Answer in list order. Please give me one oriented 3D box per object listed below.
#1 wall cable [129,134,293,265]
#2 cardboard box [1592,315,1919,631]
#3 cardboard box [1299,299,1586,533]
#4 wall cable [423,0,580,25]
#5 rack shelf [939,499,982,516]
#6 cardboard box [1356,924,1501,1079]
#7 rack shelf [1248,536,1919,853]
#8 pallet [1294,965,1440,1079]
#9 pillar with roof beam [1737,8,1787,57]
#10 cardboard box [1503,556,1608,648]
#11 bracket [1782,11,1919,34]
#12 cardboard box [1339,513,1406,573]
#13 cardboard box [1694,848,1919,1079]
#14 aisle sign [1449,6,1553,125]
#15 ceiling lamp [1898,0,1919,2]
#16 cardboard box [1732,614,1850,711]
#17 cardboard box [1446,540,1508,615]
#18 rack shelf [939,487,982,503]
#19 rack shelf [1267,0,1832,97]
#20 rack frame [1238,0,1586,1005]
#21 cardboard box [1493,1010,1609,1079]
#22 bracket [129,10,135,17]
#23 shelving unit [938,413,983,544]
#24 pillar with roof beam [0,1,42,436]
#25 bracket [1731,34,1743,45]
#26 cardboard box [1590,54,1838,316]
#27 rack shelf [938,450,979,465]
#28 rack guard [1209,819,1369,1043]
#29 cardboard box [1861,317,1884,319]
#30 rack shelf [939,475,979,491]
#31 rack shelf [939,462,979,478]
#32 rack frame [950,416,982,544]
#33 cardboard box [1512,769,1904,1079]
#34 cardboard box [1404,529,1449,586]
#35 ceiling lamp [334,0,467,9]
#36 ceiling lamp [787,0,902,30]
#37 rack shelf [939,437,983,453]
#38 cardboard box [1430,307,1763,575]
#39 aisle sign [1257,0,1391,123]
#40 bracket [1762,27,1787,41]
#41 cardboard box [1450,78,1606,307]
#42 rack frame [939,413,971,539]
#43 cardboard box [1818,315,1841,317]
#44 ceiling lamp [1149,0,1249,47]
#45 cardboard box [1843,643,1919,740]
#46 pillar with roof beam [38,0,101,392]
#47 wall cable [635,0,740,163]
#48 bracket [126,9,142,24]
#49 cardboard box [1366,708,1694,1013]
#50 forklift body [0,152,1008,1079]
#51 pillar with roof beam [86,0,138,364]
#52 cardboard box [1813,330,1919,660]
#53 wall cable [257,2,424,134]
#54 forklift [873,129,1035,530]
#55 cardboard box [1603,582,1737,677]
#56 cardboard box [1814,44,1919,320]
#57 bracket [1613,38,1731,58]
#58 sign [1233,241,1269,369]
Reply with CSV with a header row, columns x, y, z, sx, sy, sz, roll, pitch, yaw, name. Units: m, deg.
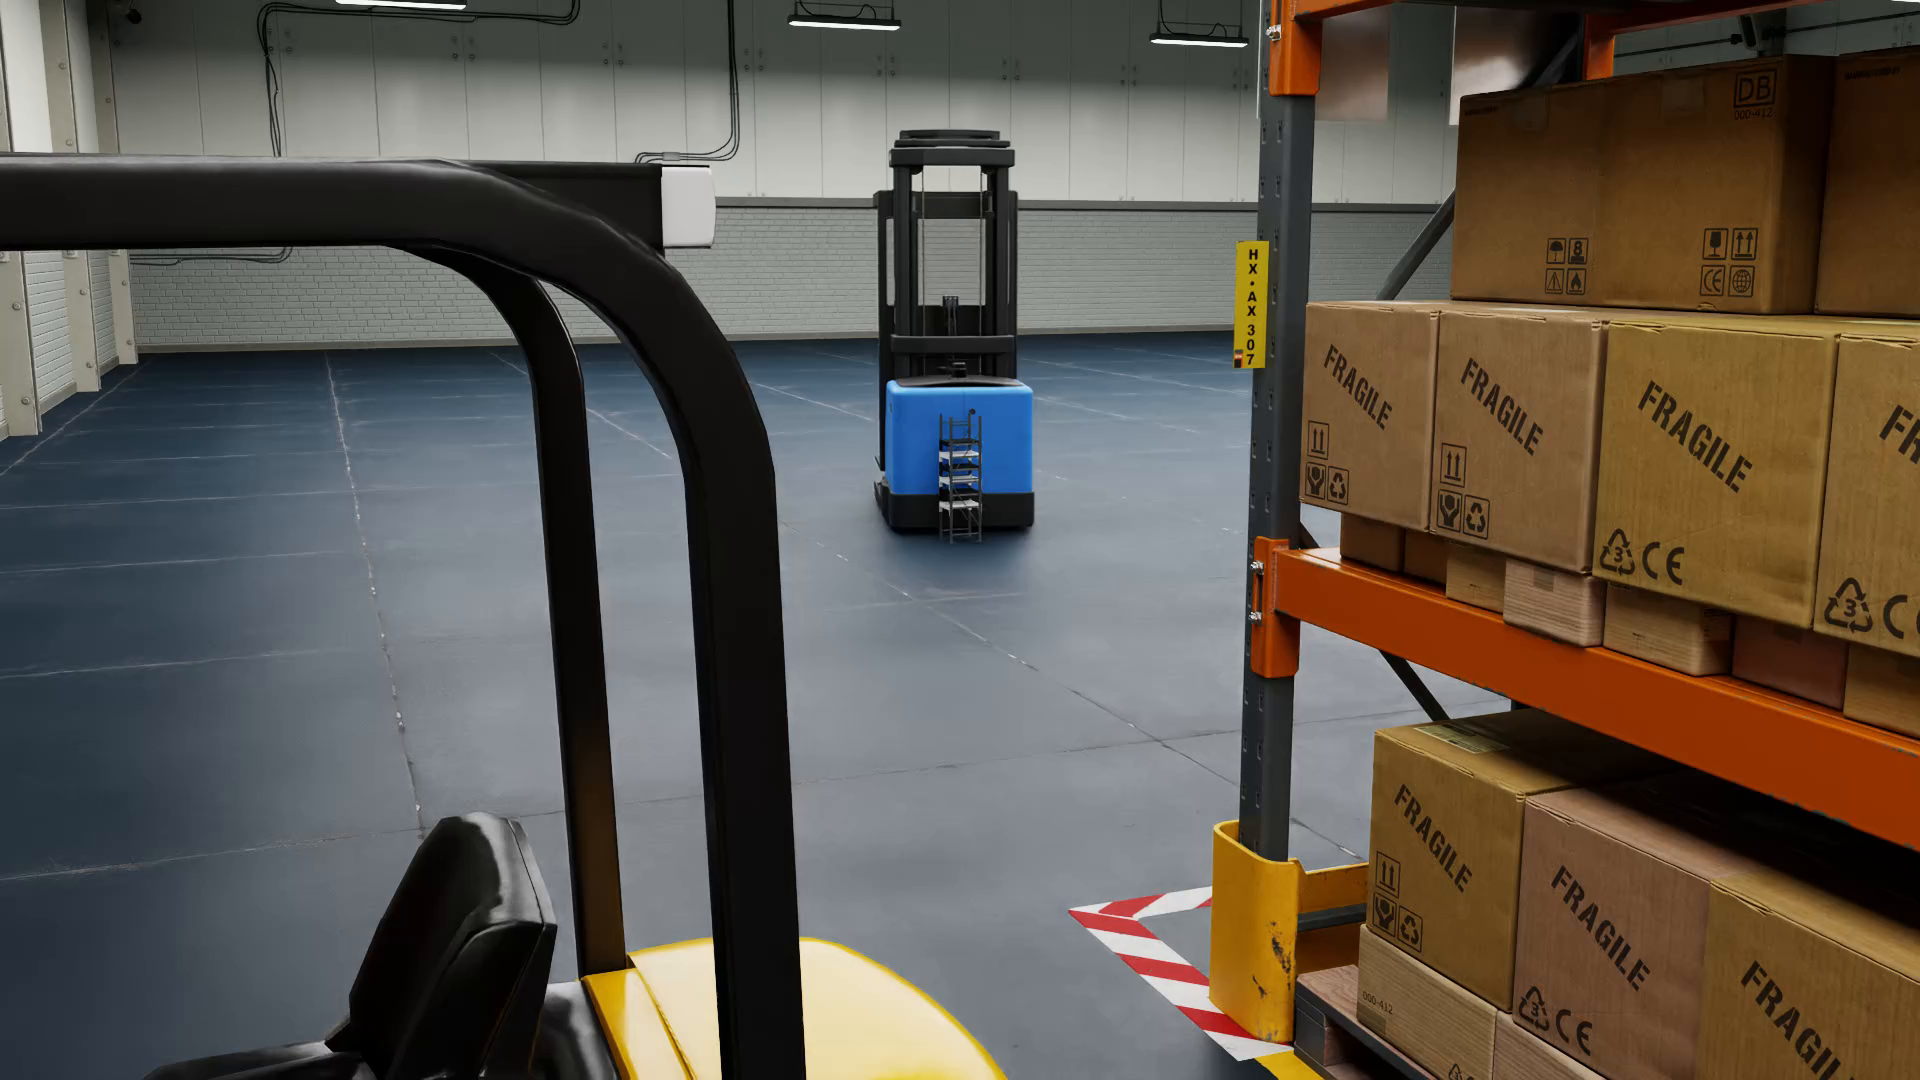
x,y,z,sx,sy,sz,roll,pitch,yaw,name
-14.659,-6.615,32.282,3.097,2.526,0.112,-4,11,-21,wall cable
1.550,-0.149,3.056,0.500,0.500,0.500,-4,11,-22,cardboard box
1.174,-0.316,3.998,0.500,0.500,0.500,-4,11,-22,cardboard box
-9.253,-11.709,33.510,3.097,2.526,0.112,-4,11,-21,wall cable
0.003,-0.232,11.871,0.258,0.077,0.200,-4,11,-21,rack shelf
1.295,1.081,3.931,0.500,0.250,0.500,-4,11,-21,cardboard box
1.985,0.465,2.794,1.077,0.370,4.000,-4,11,-21,rack shelf
1.549,1.305,3.982,1.003,0.211,1.213,-4,11,-21,pallet
12.697,-8.326,33.031,9.100,9.000,0.548,-4,11,-21,pillar with roof beam
1.365,0.110,3.454,0.380,0.149,0.250,-4,11,-20,cardboard box
17.463,-9.860,31.380,0.076,0.066,4.783,-4,11,-21,bracket
1.191,-0.023,4.202,0.380,0.149,0.250,-4,11,-21,cardboard box
1.672,0.883,2.902,0.500,0.500,0.500,-4,11,-20,cardboard box
1.508,-1.524,4.499,0.394,0.787,0.004,-4,11,-21,aisle sign
14.614,-10.040,25.883,2.000,3.144,0.800,-4,11,-21,ceiling lamp
1.642,0.189,3.008,0.380,0.149,0.250,-4,11,-19,cardboard box
1.316,0.066,3.703,0.380,0.149,0.250,-4,11,-23,cardboard box
0.003,-0.320,11.855,0.258,0.077,0.200,-4,11,-21,rack shelf
1.985,-1.012,2.531,1.077,0.370,4.000,-4,11,-21,rack shelf
1.261,-0.215,4.566,1.000,3.000,0.127,-4,11,-21,rack frame
1.473,1.165,3.460,0.500,0.250,0.500,-3,11,-19,cardboard box
-15.288,-9.732,30.660,0.076,0.066,3.189,-4,11,-21,bracket
0.003,-0.442,11.834,0.258,0.900,0.210,-4,11,-21,shelving unit
-6.463,-5.894,19.359,9.100,9.000,0.400,-4,11,-21,pillar with roof beam
16.229,-10.416,34.506,0.235,0.232,0.430,-4,11,-21,bracket
1.825,-0.751,3.586,0.700,0.500,0.500,-4,11,-20,cardboard box
0.003,-0.586,11.808,0.258,0.077,0.200,-4,11,-21,rack shelf
1.288,1.028,4.715,1.175,0.500,0.348,-4,11,-21,rack guard
2.069,-0.176,3.210,0.500,0.500,0.500,-4,11,-21,cardboard box
0.003,-0.409,11.840,0.258,0.077,0.200,-4,11,-21,rack shelf
0.003,-0.498,11.824,0.258,0.077,0.200,-4,11,-21,rack shelf
0.040,-0.425,11.741,0.240,0.900,0.006,-4,11,-21,rack frame
1.498,0.801,3.366,0.500,0.500,0.500,-4,11,-23,cardboard box
1.296,0.017,3.976,0.380,0.149,0.250,-4,11,-20,cardboard box
-8.997,-10.124,26.472,2.000,3.185,0.800,-4,11,-21,ceiling lamp
-2.109,-10.593,29.109,2.000,3.185,0.800,-4,11,-21,ceiling lamp
0.003,-0.675,11.792,0.258,0.077,0.200,-4,11,-21,rack shelf
1.364,-0.232,3.523,0.500,0.500,0.500,-4,11,-19,cardboard box
0.949,-1.486,4.285,0.394,0.787,0.004,-4,11,-21,aisle sign
16.529,-10.281,33.745,0.235,0.232,0.430,-4,11,-21,bracket
1.649,-0.834,4.053,0.700,0.500,0.500,-4,11,-22,cardboard box
-0.034,-0.458,11.927,0.240,0.900,0.006,-4,11,-21,rack frame
1.891,-0.258,3.670,0.500,0.500,0.500,-4,11,-21,cardboard box
4.471,-11.041,31.628,2.000,3.185,0.800,-4,11,-21,ceiling lamp
1.710,0.234,2.755,0.380,0.149,0.250,-4,11,-22,cardboard box
-8.637,-6.873,24.865,9.100,9.000,0.400,-4,11,-21,pillar with roof beam
-5.805,-10.418,35.084,2.305,6.003,0.169,-4,11,-21,wall cable
-15.502,-9.829,31.202,0.235,0.232,0.430,-4,11,-21,bracket
1.304,0.715,3.844,0.500,0.500,0.500,-4,11,-23,cardboard box
-0.977,0.712,1.777,2.313,2.155,1.214,-4,11,-21,forklift body
-10.811,-7.853,30.371,9.100,9.000,0.548,-4,11,-21,pillar with roof beam
1.742,-0.066,2.593,0.500,0.500,0.500,-4,11,-22,cardboard box
-12.137,-9.274,32.805,3.097,2.526,0.112,-4,11,-21,wall cable
-0.121,-1.732,13.289,1.130,2.935,3.031,-1,10,-6,forklift
1.490,0.150,3.229,0.380,0.149,0.250,-4,11,-19,cardboard box
2.106,-0.674,3.154,0.700,0.500,0.500,-4,11,-22,cardboard box
15.289,-10.840,36.886,0.076,0.066,4.783,-4,11,-21,bracket
0.755,-0.607,4.297,0.100,0.325,0.005,-4,11,-21,sign
